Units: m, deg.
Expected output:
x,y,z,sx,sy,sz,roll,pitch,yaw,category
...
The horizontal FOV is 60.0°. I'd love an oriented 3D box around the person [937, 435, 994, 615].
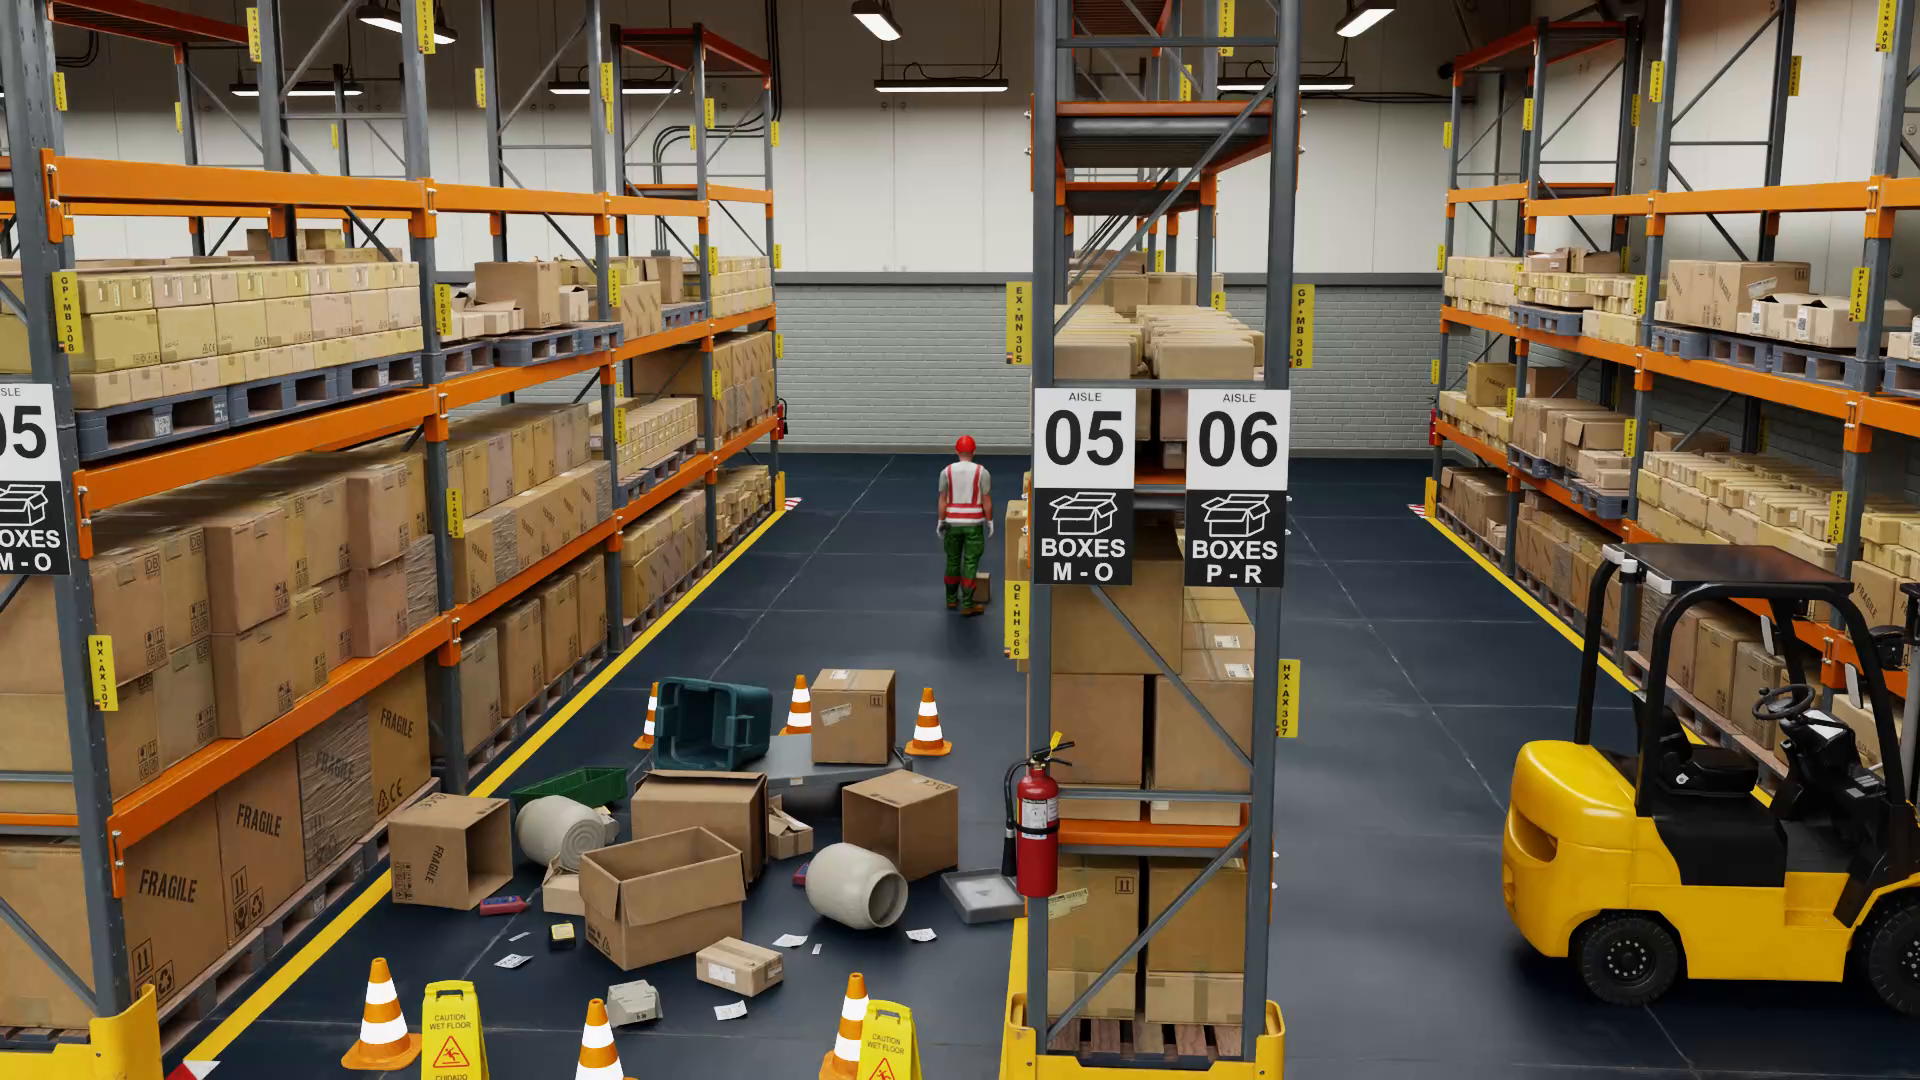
x,y,z,sx,sy,sz,roll,pitch,yaw,category
0.077,-0.174,16.752,0.562,1.782,0.630,3,11,14,person
